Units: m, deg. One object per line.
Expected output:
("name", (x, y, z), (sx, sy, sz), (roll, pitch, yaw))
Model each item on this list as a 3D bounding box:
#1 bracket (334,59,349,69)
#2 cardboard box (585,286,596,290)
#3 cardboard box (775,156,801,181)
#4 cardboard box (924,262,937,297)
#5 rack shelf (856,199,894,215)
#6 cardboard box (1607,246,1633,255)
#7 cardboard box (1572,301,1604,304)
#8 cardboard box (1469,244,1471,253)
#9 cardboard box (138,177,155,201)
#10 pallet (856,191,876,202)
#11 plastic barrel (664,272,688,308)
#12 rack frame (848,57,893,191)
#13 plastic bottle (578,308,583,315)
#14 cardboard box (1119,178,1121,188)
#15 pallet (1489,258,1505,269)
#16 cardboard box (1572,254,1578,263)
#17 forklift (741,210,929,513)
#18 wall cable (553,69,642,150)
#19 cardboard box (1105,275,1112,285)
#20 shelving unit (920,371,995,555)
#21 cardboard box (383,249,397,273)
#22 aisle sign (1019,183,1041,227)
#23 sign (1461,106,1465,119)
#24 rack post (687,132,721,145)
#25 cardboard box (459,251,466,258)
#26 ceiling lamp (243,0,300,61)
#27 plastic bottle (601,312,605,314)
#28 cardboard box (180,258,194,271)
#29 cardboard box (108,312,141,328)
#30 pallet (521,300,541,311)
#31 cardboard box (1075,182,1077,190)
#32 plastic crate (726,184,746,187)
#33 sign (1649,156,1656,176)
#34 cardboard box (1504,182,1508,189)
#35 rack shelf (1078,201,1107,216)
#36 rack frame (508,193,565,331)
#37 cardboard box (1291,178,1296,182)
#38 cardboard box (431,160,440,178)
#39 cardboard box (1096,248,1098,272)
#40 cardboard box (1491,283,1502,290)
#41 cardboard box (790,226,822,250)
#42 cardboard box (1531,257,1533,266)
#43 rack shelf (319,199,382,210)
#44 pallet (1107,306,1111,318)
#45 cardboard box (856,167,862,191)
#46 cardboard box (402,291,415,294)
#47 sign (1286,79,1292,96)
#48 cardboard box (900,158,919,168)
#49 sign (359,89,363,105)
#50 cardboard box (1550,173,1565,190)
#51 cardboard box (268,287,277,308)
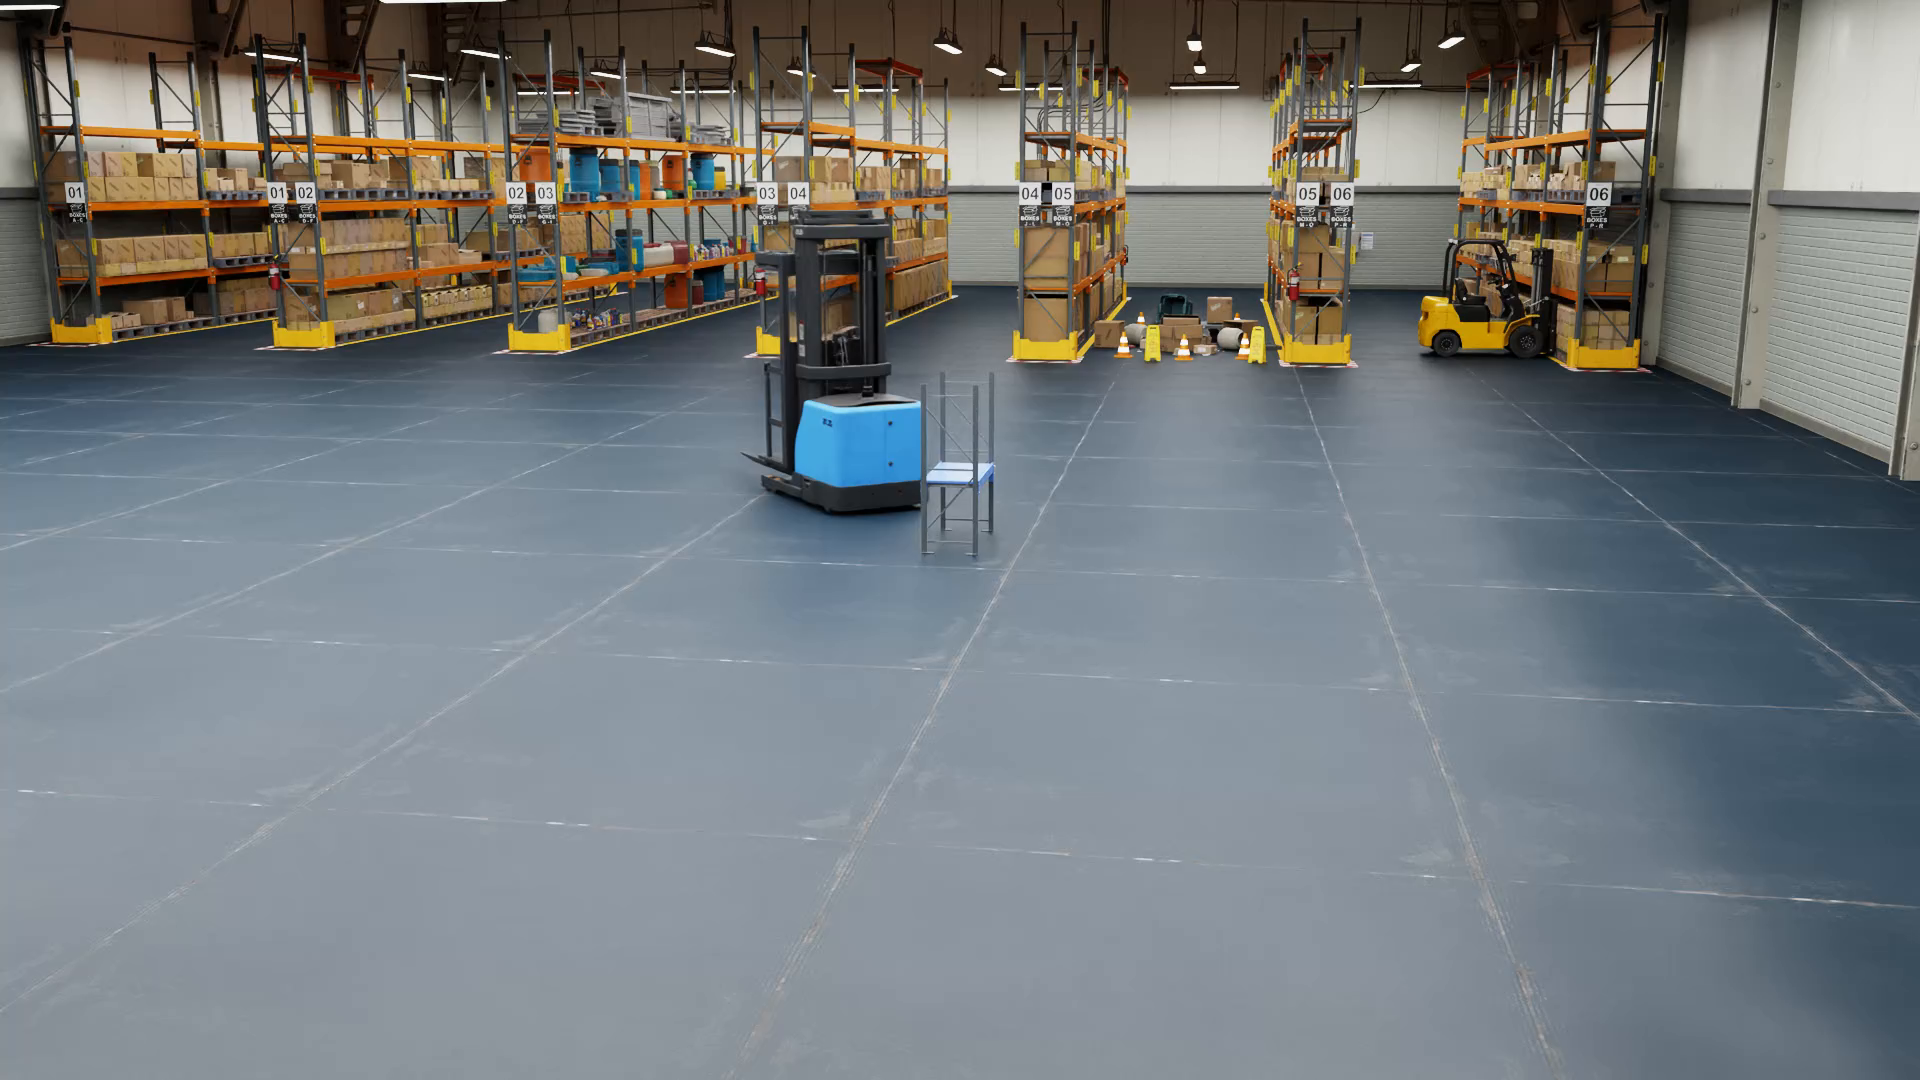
("bracket", (-16.597, -12.771, 44.607), (0.235, 0.232, 0.430), (2, 12, 9))
("cardboard box", (-10.642, -7.229, 47.157), (0.500, 0.250, 0.500), (2, 12, 9))
("cardboard box", (-3.311, -7.260, 32.566), (0.500, 0.500, 0.500), (2, 12, 9))
("cardboard box", (-1.135, -7.011, 44.707), (0.875, 0.875, 0.875), (2, 12, 9))
("rack shelf", (-2.377, -7.387, 36.997), (1.077, 0.370, 4.000), (2, 12, 9))
("cardboard box", (11.661, -5.117, 29.391), (0.380, 0.149, 0.250), (2, 12, 8))
("cardboard box", (11.974, -4.406, 31.730), (0.500, 0.250, 0.500), (2, 12, 9))
("cardboard box", (13.233, -7.435, 42.279), (0.500, 0.250, 0.500), (2, 12, 8))
("cardboard box", (-17.429, -7.423, 35.168), (0.500, 0.500, 0.500), (3, 12, 12))
("pallet", (-2.484, -7.356, 35.589), (1.213, 0.211, 1.003), (2, 12, 9))
("plastic barrel", (-6.905, -6.096, 40.573), (0.600, 0.830, 0.708), (2, 12, 9))
("rack frame", (-2.069, -9.622, 38.537), (1.000, 3.000, 0.127), (2, 12, 9))
("plastic bottle", (-8.112, -4.782, 35.565), (0.144, 0.351, 0.185), (2, 12, 10))
("cardboard box", (3.915, -9.278, 43.229), (0.500, 0.250, 0.500), (2, 12, 10))
("pallet", (12.663, -6.258, 37.622), (1.213, 0.211, 1.003), (2, 12, 9))
("cardboard box", (11.184, -5.044, 29.758), (0.380, 0.149, 0.250), (2, 12, 10))
("forklift", (-1.458, -1.964, 17.407), (1.130, 2.935, 3.031), (-7, 14, -28))
("wall cable", (-11.626, -13.798, 53.296), (3.097, 2.526, 0.112), (2, 12, 9))
("cardboard box", (3.475, -6.420, 41.077), (0.500, 0.250, 0.500), (2, 12, 11))
("shelving unit", (-0.013, -0.715, 15.010), (0.538, 1.500, 1.048), (2, 12, 9))
("cardboard box", (-12.609, -6.025, 35.847), (0.700, 0.500, 0.500), (2, 12, 8))
("aisle sign", (1.279, -6.108, 30.301), (0.394, 0.787, 0.004), (2, 12, 9))
("sign", (13.323, -11.319, 44.006), (0.100, 0.325, 0.005), (2, 12, 9))
("rack post", (-6.533, -9.945, 41.223), (0.937, 0.300, 0.954), (3, 13, 15))
("cardboard box", (-12.186, -6.787, 39.836), (0.500, 0.311, 0.500), (2, 12, 8))
("ceiling lamp", (-14.616, -12.005, 35.740), (0.800, 3.185, 2.000), (2, 12, 9))
("plastic bottle", (-7.572, -4.717, 35.437), (0.152, 0.276, 0.135), (2, 12, 9))
("cardboard box", (-17.226, -6.063, 36.570), (0.500, 0.250, 0.500), (2, 12, 9))
("cardboard box", (-17.700, -4.666, 35.118), (0.500, 0.311, 0.500), (3, 13, 13))
("pallet", (-11.515, -6.055, 42.846), (1.003, 0.211, 1.213), (2, 12, 9))
("cardboard box", (1.956, -6.501, 30.537), (0.380, 0.149, 0.250), (2, 12, 9))
("plastic crate", (-6.239, -9.642, 45.897), (0.504, 0.338, 0.767), (2, 12, 9))
("sign", (11.945, -6.456, 28.703), (0.100, 0.325, 0.005), (2, 12, 9))
("cardboard box", (12.565, -8.038, 37.716), (0.380, 0.149, 0.250), (2, 12, 9))
("rack shelf", (2.509, -7.206, 36.153), (1.077, 0.370, 4.000), (2, 12, 9))
("rack frame", (-8.193, -5.184, 32.186), (1.000, 3.000, 0.127), (2, 12, 9))
("cardboard box", (6.456, -6.836, 31.435), (0.380, 0.149, 0.250), (2, 12, 10))
("cardboard box", (-15.365, -10.689, 47.948), (0.500, 0.500, 0.500), (2, 12, 8))
("cardboard box", (2.704, -6.033, 35.889), (0.500, 0.500, 0.500), (2, 12, 8))
("cardboard box", (12.787, -6.001, 39.373), (0.380, 0.149, 0.250), (2, 12, 11))
("cardboard box", (-2.946, -5.813, 31.784), (0.500, 0.500, 0.500), (2, 12, 9))
("cardboard box", (11.836, -5.657, 33.548), (0.500, 0.250, 0.500), (2, 12, 7))
("rack shelf", (-16.445, -8.702, 43.094), (1.077, 0.370, 4.000), (2, 12, 9))
("pallet", (3.128, -5.560, 40.549), (1.003, 0.211, 1.213), (2, 12, 9))
("cardboard box", (-2.514, -7.673, 35.373), (0.797, 0.503, 0.637), (1, 12, 6))
("cardboard box", (-12.619, -5.516, 37.922), (0.500, 0.311, 0.500), (2, 12, 10))
("sign", (6.559, -9.019, 33.146), (0.100, 0.325, 0.005), (2, 12, 9))
("cardboard box", (-1.303, -9.853, 43.479), (0.500, 0.250, 0.500), (1, 12, 5))
("sign", (-13.010, -9.621, 36.129), (0.100, 0.325, 0.005), (2, 12, 9))
("cardboard box", (11.644, -6.887, 31.944), (0.500, 0.311, 0.500), (2, 12, 10))
("cardboard box", (-17.006, -5.909, 40.436), (0.700, 0.500, 0.500), (2, 12, 9))
